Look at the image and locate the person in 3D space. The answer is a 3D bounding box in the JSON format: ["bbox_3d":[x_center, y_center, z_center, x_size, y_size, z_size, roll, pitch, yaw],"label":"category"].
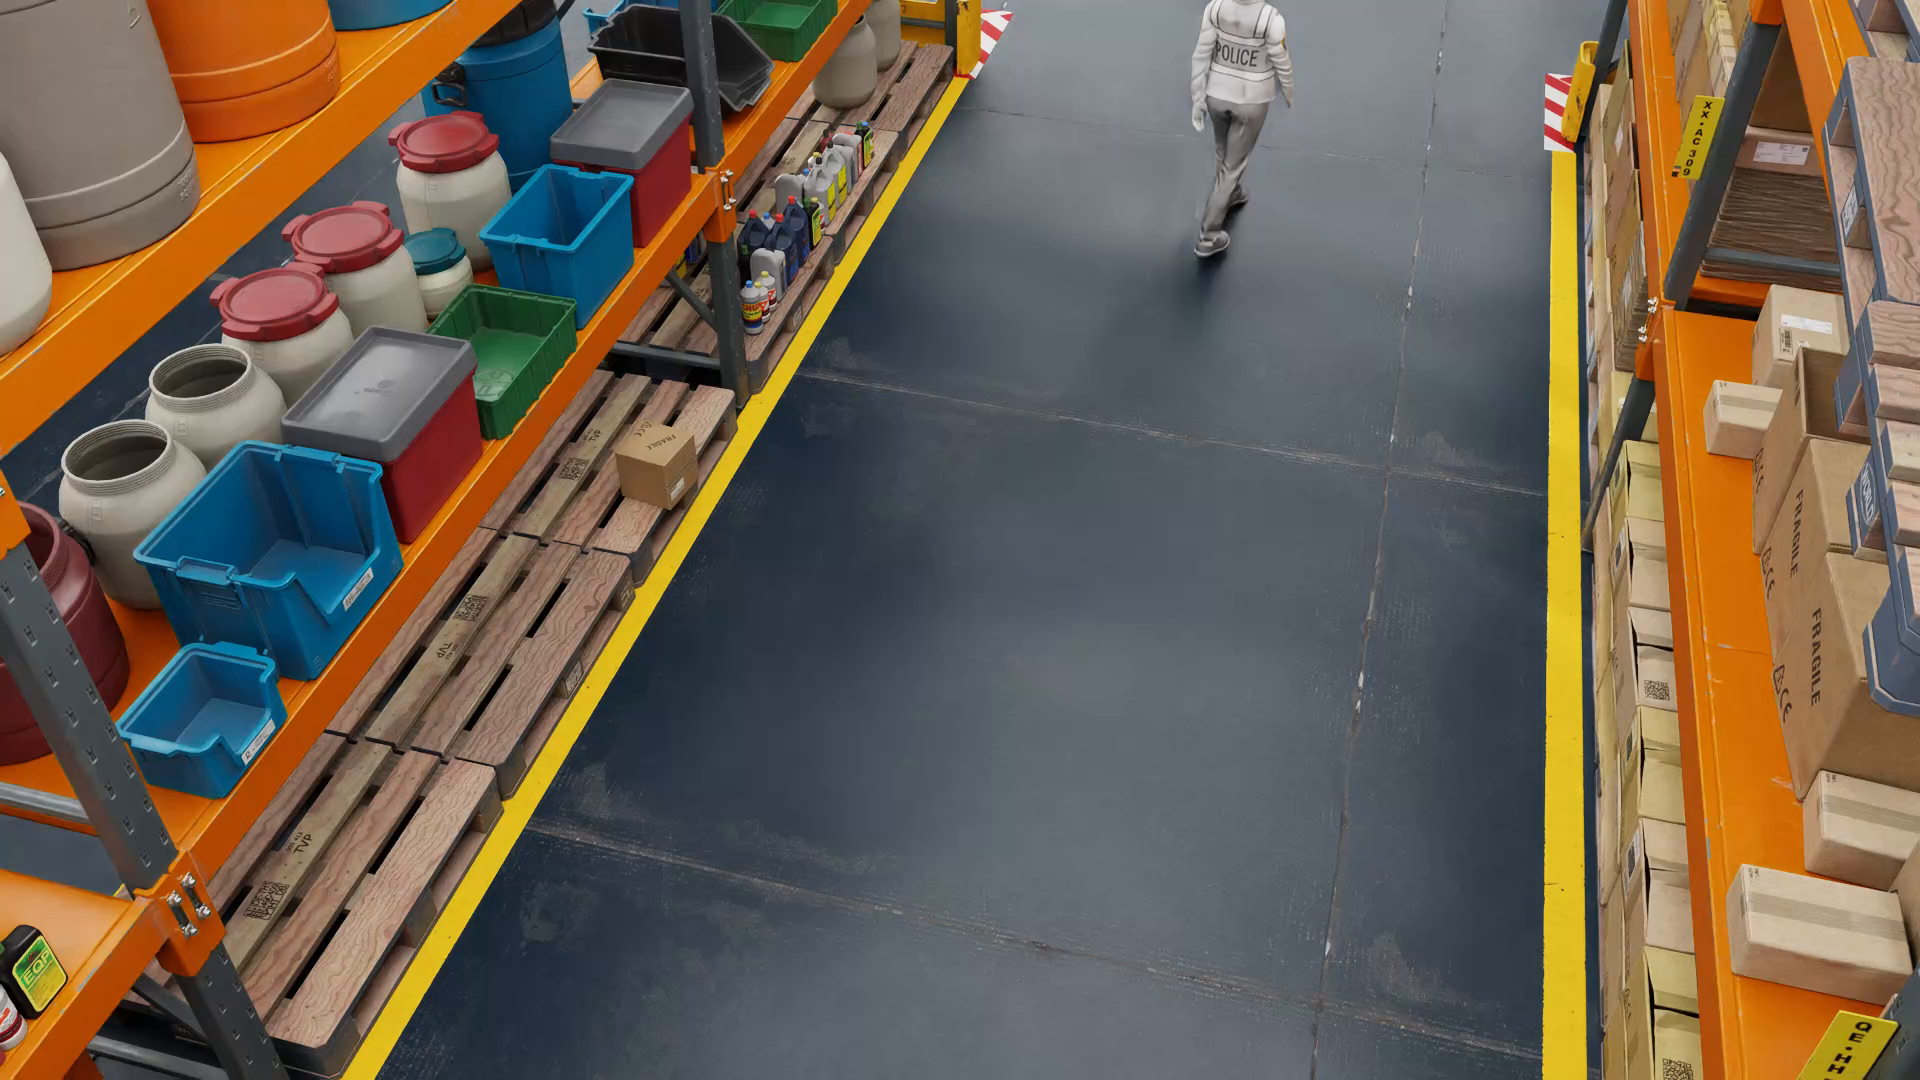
[{"bbox_3d":[1.528,-2.372,8.832,0.483,1.686,0.822,26,47,26],"label":"person"}]
